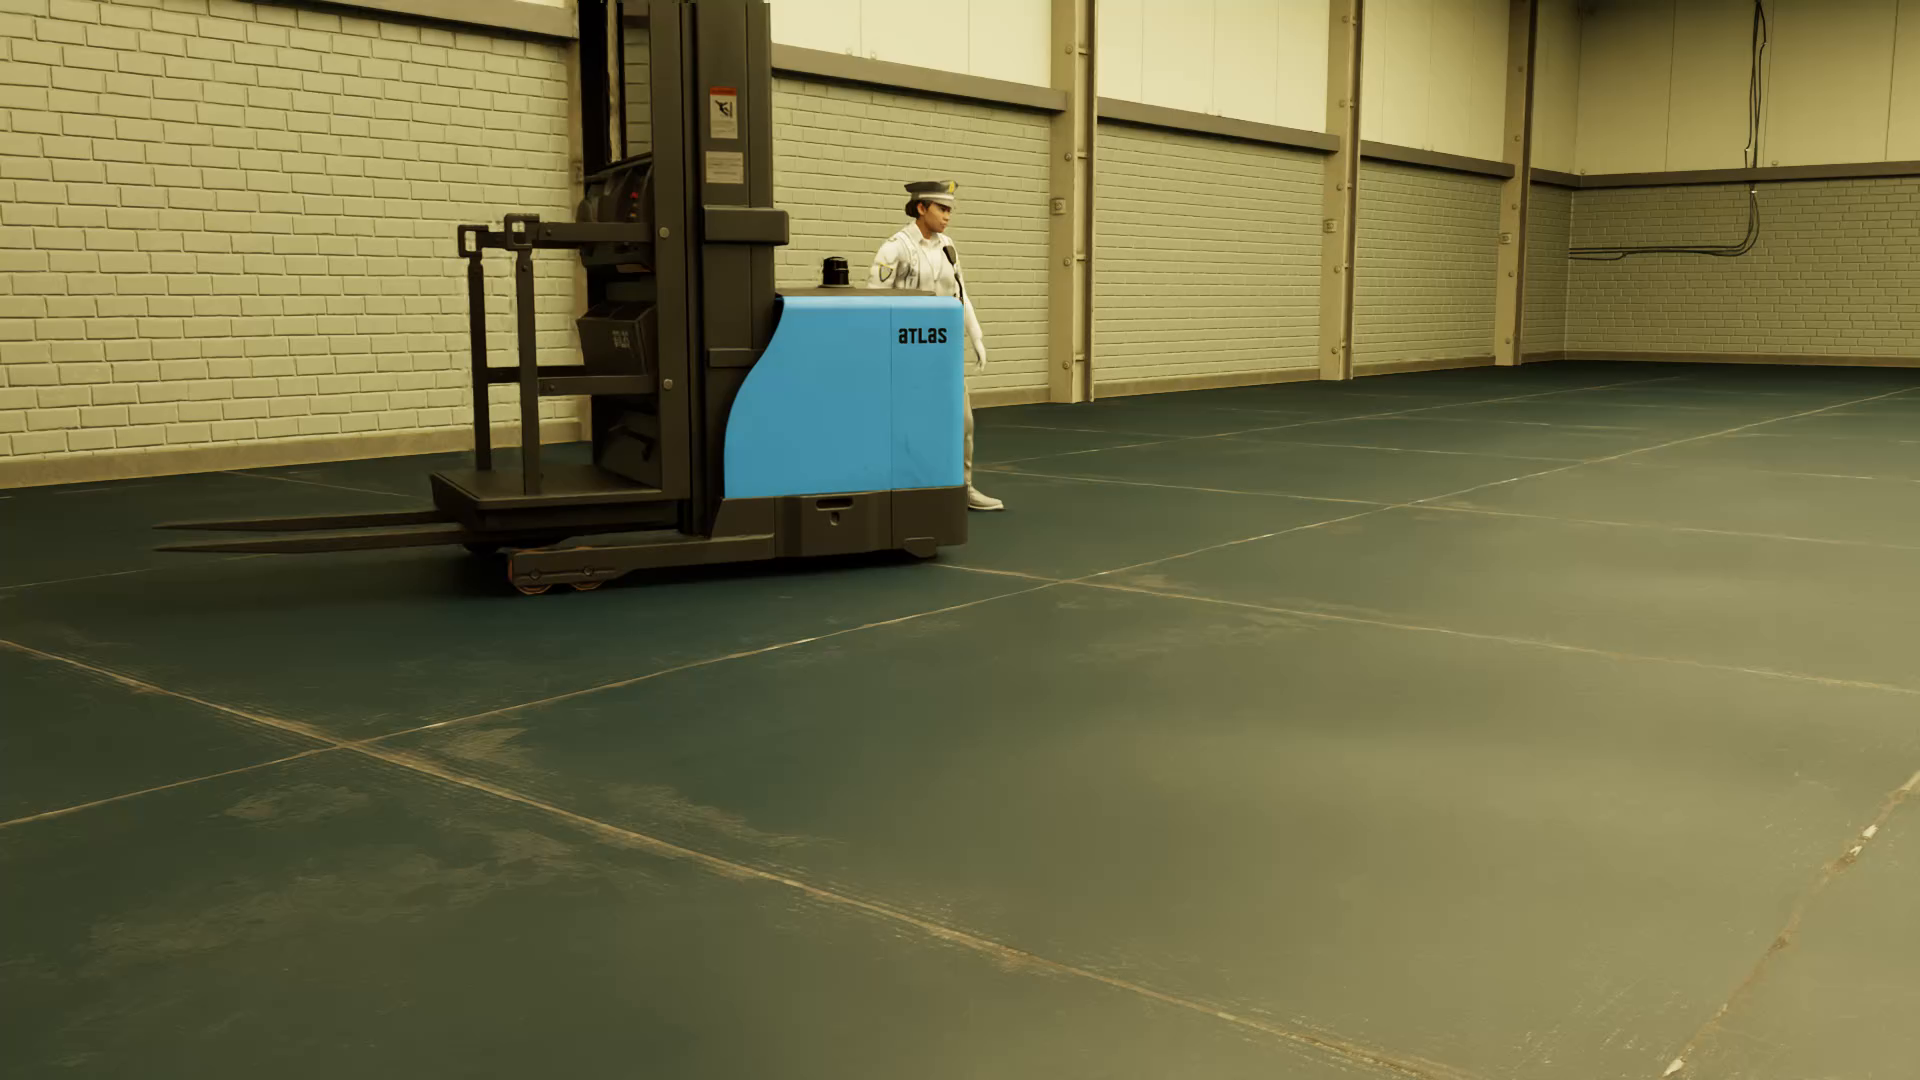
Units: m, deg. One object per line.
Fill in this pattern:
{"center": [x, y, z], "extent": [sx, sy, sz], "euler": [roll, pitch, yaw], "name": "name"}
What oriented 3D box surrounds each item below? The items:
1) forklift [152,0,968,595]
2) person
{"center": [-1.525, -1.337, 6.421], "extent": [3.031, 2.935, 1.130], "euler": [-4, 9, -26], "name": "forklift"}
{"center": [-0.157, -0.943, 8.211], "extent": [0.753, 1.641, 0.365], "euler": [-7, 11, -40], "name": "person"}
